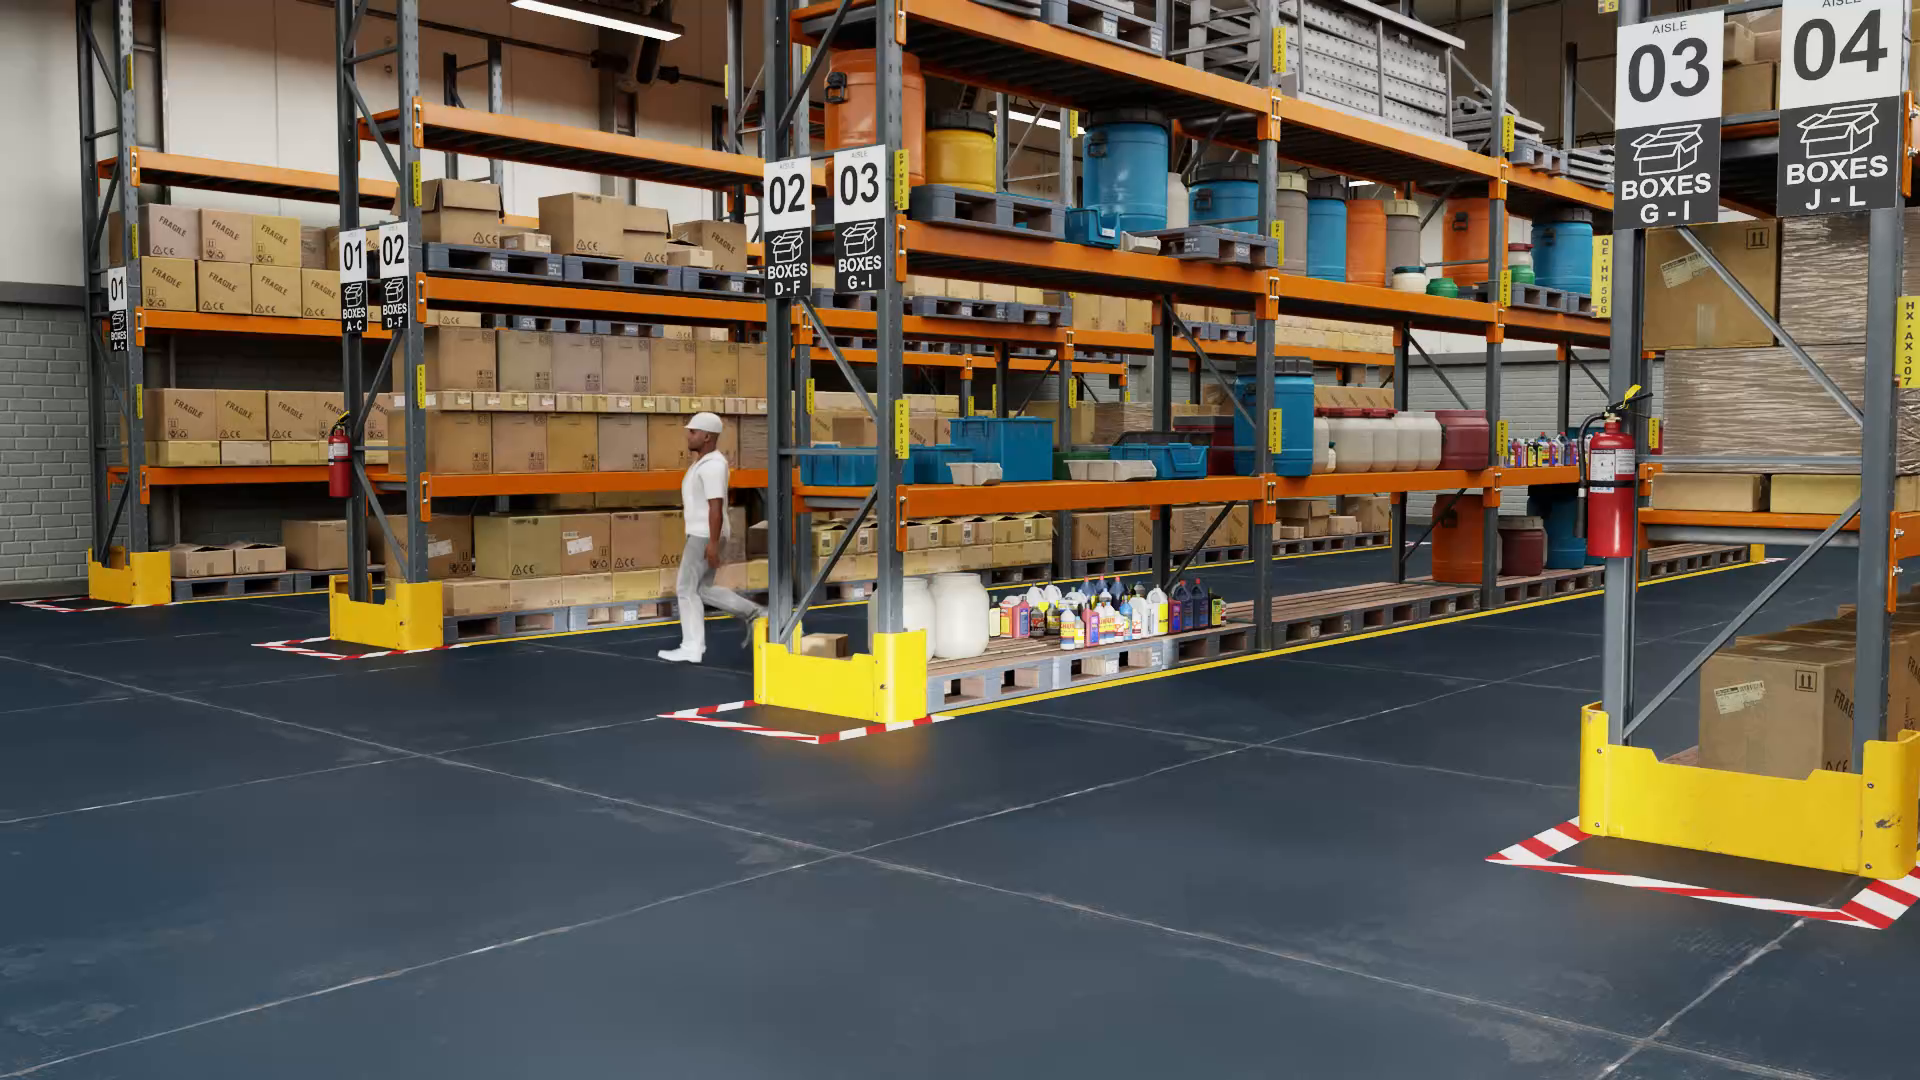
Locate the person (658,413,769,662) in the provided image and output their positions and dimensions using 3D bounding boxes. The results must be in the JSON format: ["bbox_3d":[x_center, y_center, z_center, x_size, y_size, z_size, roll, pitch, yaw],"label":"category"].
[{"bbox_3d":[-1.734,-0.022,11.726,0.795,1.748,0.579,-1,4,-9],"label":"person"}]
